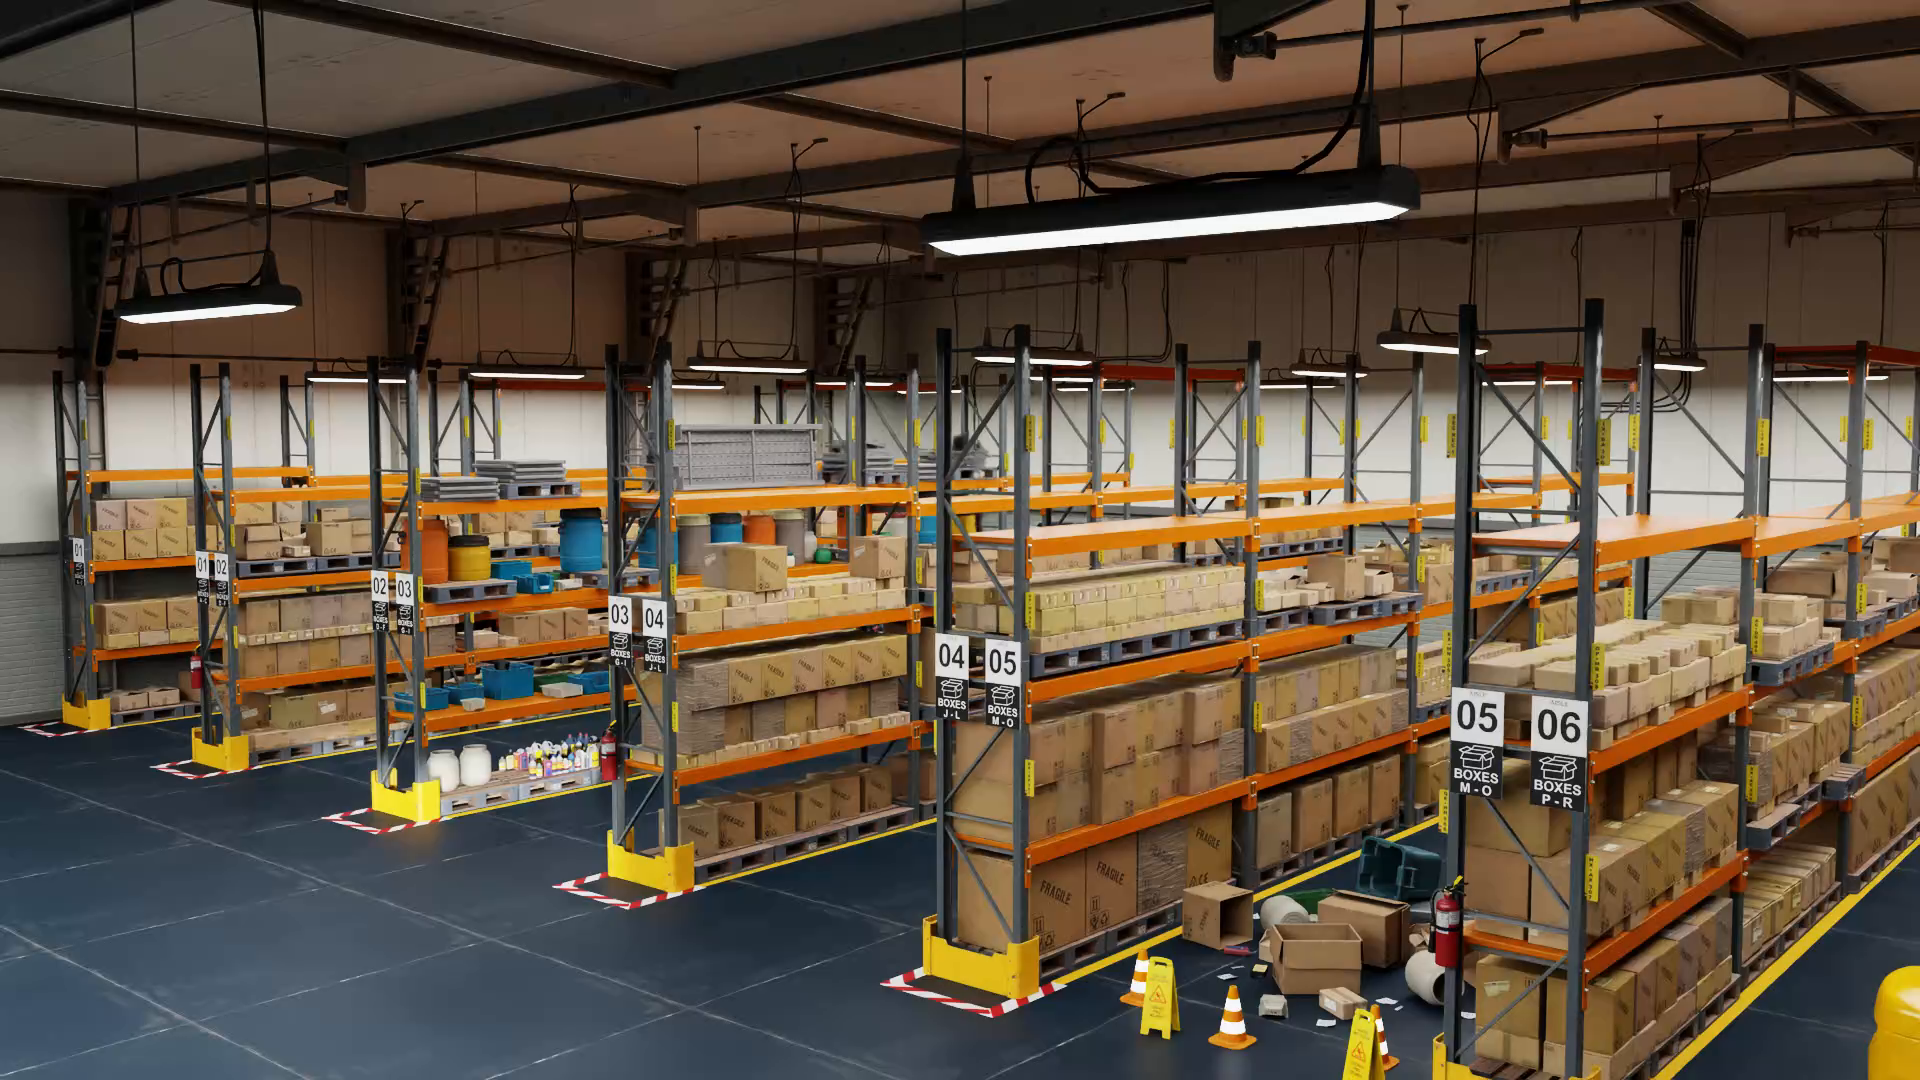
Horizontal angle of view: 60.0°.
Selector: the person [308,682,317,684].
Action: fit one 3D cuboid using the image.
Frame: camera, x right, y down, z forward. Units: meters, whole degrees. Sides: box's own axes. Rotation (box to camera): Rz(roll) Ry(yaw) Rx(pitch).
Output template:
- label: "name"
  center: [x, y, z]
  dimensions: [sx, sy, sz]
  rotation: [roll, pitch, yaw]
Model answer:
- label: "person"
  center: [-10.961, 2.321, 28.244]
  dimensions: [0.574, 1.638, 0.934]
  rotation: [1, 4, 20]
